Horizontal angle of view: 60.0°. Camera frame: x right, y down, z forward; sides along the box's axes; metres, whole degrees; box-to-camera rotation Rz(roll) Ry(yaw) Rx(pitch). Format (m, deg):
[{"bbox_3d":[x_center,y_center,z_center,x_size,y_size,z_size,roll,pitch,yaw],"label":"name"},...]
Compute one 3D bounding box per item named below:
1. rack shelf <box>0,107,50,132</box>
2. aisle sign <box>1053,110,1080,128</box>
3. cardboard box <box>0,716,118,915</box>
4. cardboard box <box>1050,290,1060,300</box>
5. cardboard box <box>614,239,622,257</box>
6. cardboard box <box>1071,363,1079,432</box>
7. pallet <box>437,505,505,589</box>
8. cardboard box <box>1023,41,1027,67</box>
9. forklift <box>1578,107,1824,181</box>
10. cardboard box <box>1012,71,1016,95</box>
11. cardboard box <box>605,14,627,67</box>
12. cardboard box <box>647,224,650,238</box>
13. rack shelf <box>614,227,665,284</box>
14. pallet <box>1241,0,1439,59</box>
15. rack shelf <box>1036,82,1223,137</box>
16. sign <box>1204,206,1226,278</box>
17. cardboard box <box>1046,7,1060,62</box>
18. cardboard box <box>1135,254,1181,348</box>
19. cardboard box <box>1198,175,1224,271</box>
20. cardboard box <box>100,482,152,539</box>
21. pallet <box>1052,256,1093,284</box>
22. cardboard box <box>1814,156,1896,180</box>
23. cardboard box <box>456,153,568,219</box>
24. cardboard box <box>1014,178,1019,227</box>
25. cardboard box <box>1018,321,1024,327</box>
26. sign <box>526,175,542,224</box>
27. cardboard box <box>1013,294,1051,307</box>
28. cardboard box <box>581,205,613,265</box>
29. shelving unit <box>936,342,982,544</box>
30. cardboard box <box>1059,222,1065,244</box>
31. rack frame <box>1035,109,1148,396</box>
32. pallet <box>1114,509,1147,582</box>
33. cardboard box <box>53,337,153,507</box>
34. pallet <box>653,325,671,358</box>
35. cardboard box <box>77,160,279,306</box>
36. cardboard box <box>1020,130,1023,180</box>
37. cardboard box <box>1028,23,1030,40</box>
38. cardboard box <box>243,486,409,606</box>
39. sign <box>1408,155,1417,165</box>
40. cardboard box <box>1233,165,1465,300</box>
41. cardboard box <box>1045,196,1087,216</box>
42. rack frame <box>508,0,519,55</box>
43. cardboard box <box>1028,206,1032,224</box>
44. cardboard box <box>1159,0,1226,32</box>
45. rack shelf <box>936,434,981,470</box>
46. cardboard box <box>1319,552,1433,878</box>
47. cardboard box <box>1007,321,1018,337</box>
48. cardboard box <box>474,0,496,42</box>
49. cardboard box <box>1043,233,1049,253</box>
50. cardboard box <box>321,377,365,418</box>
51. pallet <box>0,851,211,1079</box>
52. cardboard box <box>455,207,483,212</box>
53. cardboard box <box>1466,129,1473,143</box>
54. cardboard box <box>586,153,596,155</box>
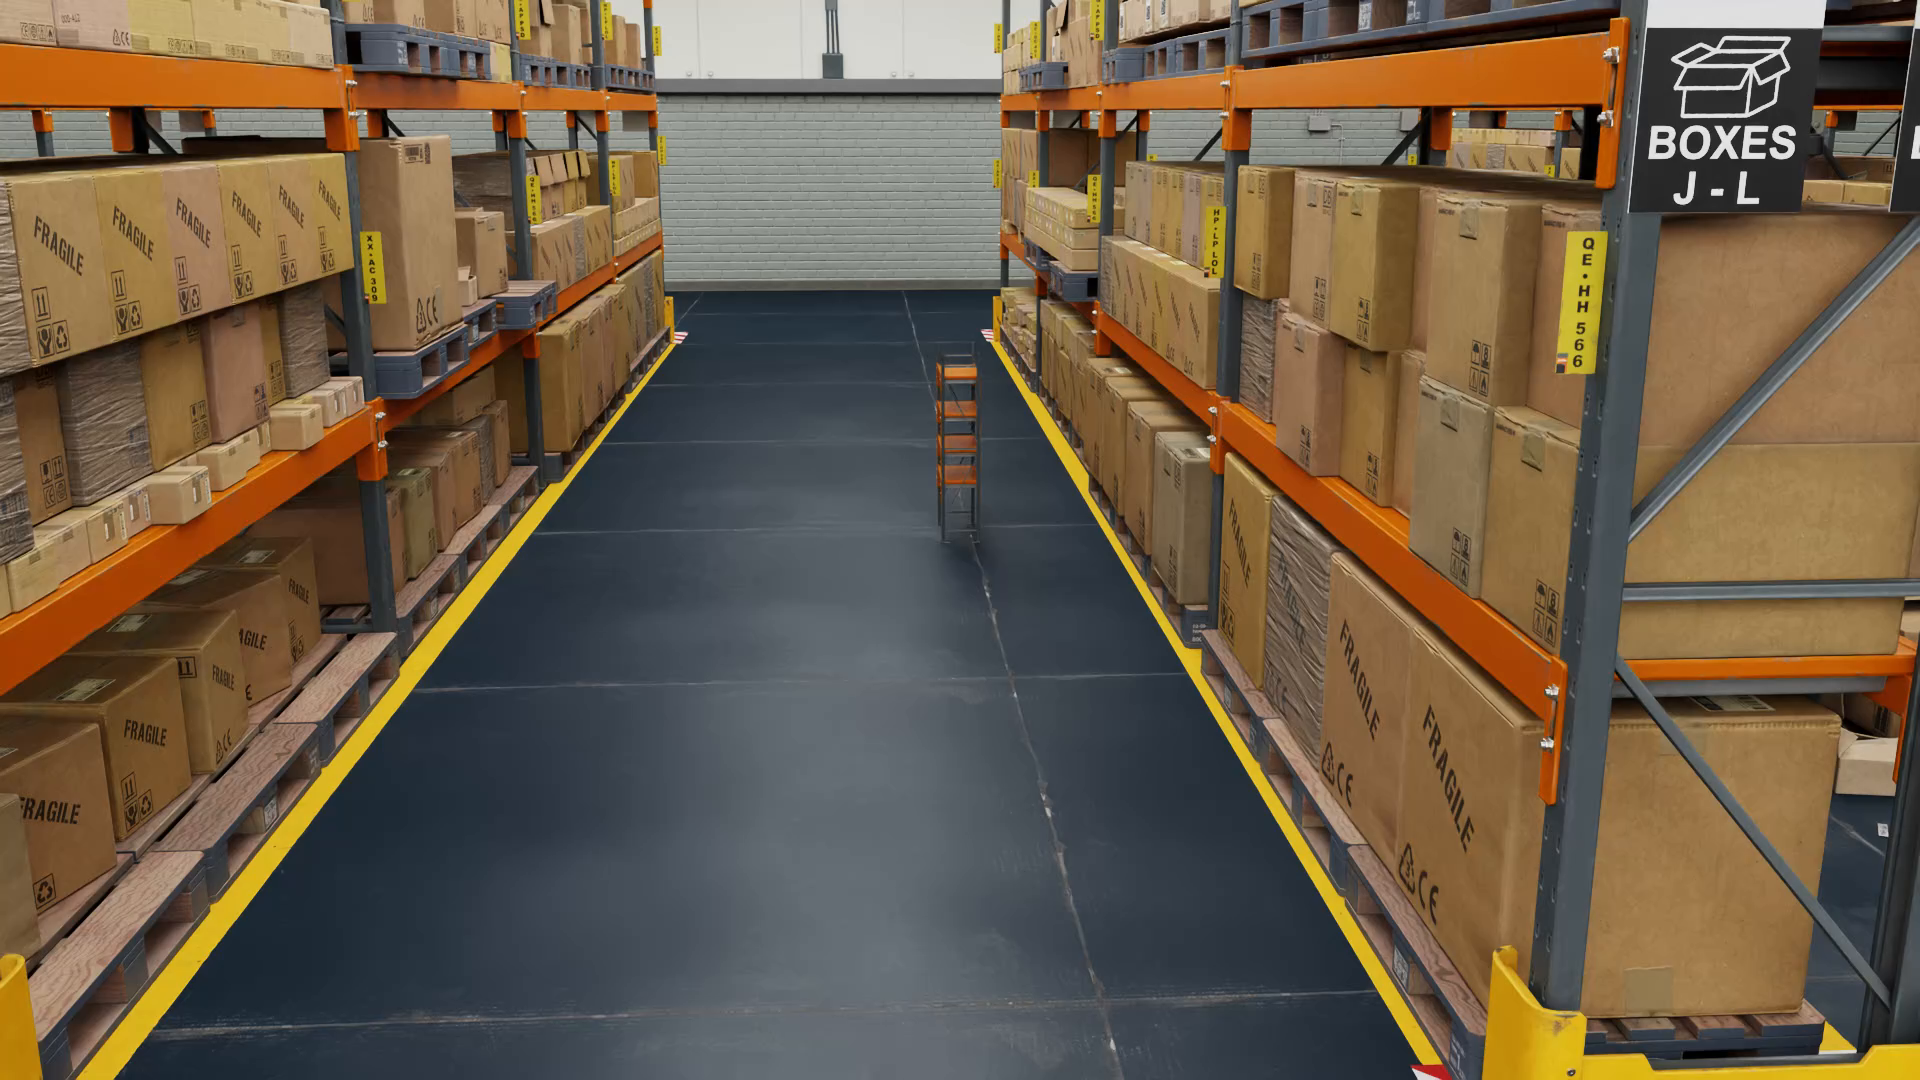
[{"bbox_3d":[-8.546,-3.336,12.898,1.077,0.370,4.000,-1,14,-3],"label":"rack shelf"},{"bbox_3d":[1.277,-5.134,19.243,0.394,0.787,0.004,-1,14,-3],"label":"aisle sign"},{"bbox_3d":[-3.077,0.882,5.252,0.500,0.500,0.500,3,15,11],"label":"cardboard box"},{"bbox_3d":[1.226,-2.772,18.964,0.380,0.149,0.250,-1,14,-2],"label":"cardboard box"},{"bbox_3d":[-3.413,-2.763,15.749,0.380,0.149,0.250,-1,14,-3],"label":"cardboard box"},{"bbox_3d":[1.148,-1.144,13.127,0.500,0.500,0.500,0,14,-1],"label":"cardboard box"},{"bbox_3d":[-3.360,0.036,9.961,1.003,0.211,1.213,-1,14,-3],"label":"pallet"},{"bbox_3d":[0.890,-4.850,16.633,0.500,0.250,0.500,0,14,-1],"label":"cardboard box"},{"bbox_3d":[4.586,-1.465,10.337,3.031,2.935,1.130,3,15,10],"label":"forklift"},{"bbox_3d":[0.828,-4.858,17.668,0.500,0.250,0.500,-1,14,-5],"label":"cardboard box"},{"bbox_3d":[-3.755,-5.019,16.748,0.700,0.500,0.500,0,14,-1],"label":"cardboard box"},{"bbox_3d":[-3.559,-3.342,17.998,0.380,0.149,0.250,-1,14,-5],"label":"cardboard box"},{"bbox_3d":[-3.851,-2.955,17.435,1.077,0.370,4.000,-1,14,-3],"label":"rack shelf"},{"bbox_3d":[1.766,-2.074,6.725,1.003,0.211,1.213,-1,14,-3],"label":"pallet"},{"bbox_3d":[1.354,-3.464,13.395,1.077,0.370,4.000,-1,14,-3],"label":"rack shelf"},{"bbox_3d":[1.185,-1.379,7.703,0.100,0.325,0.005,-1,14,-3],"label":"sign"},{"bbox_3d":[1.144,-4.466,14.801,0.700,0.500,0.500,-1,14,-3],"label":"cardboard box"},{"bbox_3d":[1.330,-1.419,9.823,0.500,0.500,0.500,-1,14,-4],"label":"cardboard box"},{"bbox_3d":[1.655,-1.652,8.719,0.700,0.500,0.500,-1,14,-4],"label":"cardboard box"},{"bbox_3d":[-2.847,-0.085,5.342,0.380,0.149,0.250,-1,14,-3],"label":"cardboard box"},{"bbox_3d":[1.314,-2.261,13.681,1.003,0.211,1.213,-1,14,-3],"label":"pallet"},{"bbox_3d":[6.625,-2.623,12.495,0.500,0.500,0.500,-1,14,-5],"label":"cardboard box"},{"bbox_3d":[-3.594,-2.856,13.394,0.797,0.503,0.637,0,14,-2],"label":"cardboard box"},{"bbox_3d":[0.848,-3.547,17.496,0.500,0.500,0.500,-1,14,-5],"label":"cardboard box"},{"bbox_3d":[0.841,-2.426,18.218,0.380,0.149,0.250,-2,15,-6],"label":"cardboard box"},{"bbox_3d":[-2.938,-2.344,11.453,0.100,0.325,0.005,-1,14,-3],"label":"sign"},{"bbox_3d":[0.798,-2.636,18.435,0.380,0.149,0.250,-2,15,-6],"label":"cardboard box"},{"bbox_3d":[-3.425,-2.742,14.964,0.500,0.500,0.500,-1,14,-3],"label":"cardboard box"},{"bbox_3d":[-0.010,-0.622,10.537,0.258,1.200,0.503,-1,14,-3],"label":"shelving unit"},{"bbox_3d":[0.956,-2.336,12.650,0.380,0.149,0.250,-1,14,-2],"label":"cardboard box"},{"bbox_3d":[1.230,-2.857,15.612,1.000,3.000,0.127,-1,14,-3],"label":"rack frame"},{"bbox_3d":[1.524,-0.012,10.150,1.003,0.211,1.213,-1,14,-3],"label":"pallet"},{"bbox_3d":[-3.129,-0.399,5.259,0.875,0.500,0.500,-1,14,-3],"label":"cardboard box"},{"bbox_3d":[-3.847,-2.253,18.858,1.003,0.211,1.213,-1,14,-3],"label":"pallet"},{"bbox_3d":[-2.866,-1.137,6.120,0.500,0.500,0.500,-1,14,-3],"label":"cardboard box"},{"bbox_3d":[0.876,-3.903,16.871,0.500,0.500,0.500,-1,14,-2],"label":"cardboard box"},{"bbox_3d":[0.854,-4.872,15.919,0.380,0.149,0.250,-1,14,-4],"label":"cardboard box"},{"bbox_3d":[-3.248,0.028,8.531,0.700,0.500,0.500,-2,15,-8],"label":"cardboard box"},{"bbox_3d":[5.362,-4.404,19.728,0.100,0.325,0.005,-1,14,-3],"label":"sign"},{"bbox_3d":[1.714,-1.371,7.367,0.875,0.550,0.550,-1,14,-3],"label":"cardboard box"},{"bbox_3d":[0.897,-2.734,13.598,0.380,0.149,0.250,0,14,-2],"label":"cardboard box"},{"bbox_3d":[-3.479,-4.717,10.798,1.000,3.000,0.127,-1,14,-3],"label":"rack frame"},{"bbox_3d":[0.813,-2.914,14.895,0.380,0.149,0.250,-1,14,-5],"label":"cardboard box"},{"bbox_3d":[1.397,-2.962,9.133,0.500,0.311,0.500,-1,14,-5],"label":"cardboard box"},{"bbox_3d":[-0.010,-0.557,10.554,0.258,0.148,0.480,-1,14,-3],"label":"rack shelf"},{"bbox_3d":[1.809,0.566,5.727,0.875,0.875,0.875,-1,14,-4],"label":"cardboard box"},{"bbox_3d":[0.722,-2.349,18.514,0.380,0.149,0.250,-1,14,-3],"label":"cardboard box"},{"bbox_3d":[-3.157,-3.312,10.156,0.500,0.500,0.500,-1,14,-4],"label":"cardboard box"},{"bbox_3d":[0.894,-2.447,13.677,0.380,0.149,0.250,-2,15,-6],"label":"cardboard box"},{"bbox_3d":[-2.924,-0.646,7.520,0.380,0.149,0.250,-1,14,-3],"label":"cardboard box"},{"bbox_3d":[-3.003,1.307,5.021,1.003,0.211,1.213,-1,14,-3],"label":"pallet"},{"bbox_3d":[-3.406,-1.929,10.961,0.500,0.500,0.500,-3,15,-10],"label":"cardboard box"},{"bbox_3d":[5.728,-4.385,18.041,0.380,0.149,0.250,-1,14,-3],"label":"cardboard box"},{"bbox_3d":[-4.145,-3.859,17.703,0.500,0.500,0.500,-1,14,-5],"label":"cardboard box"}]
